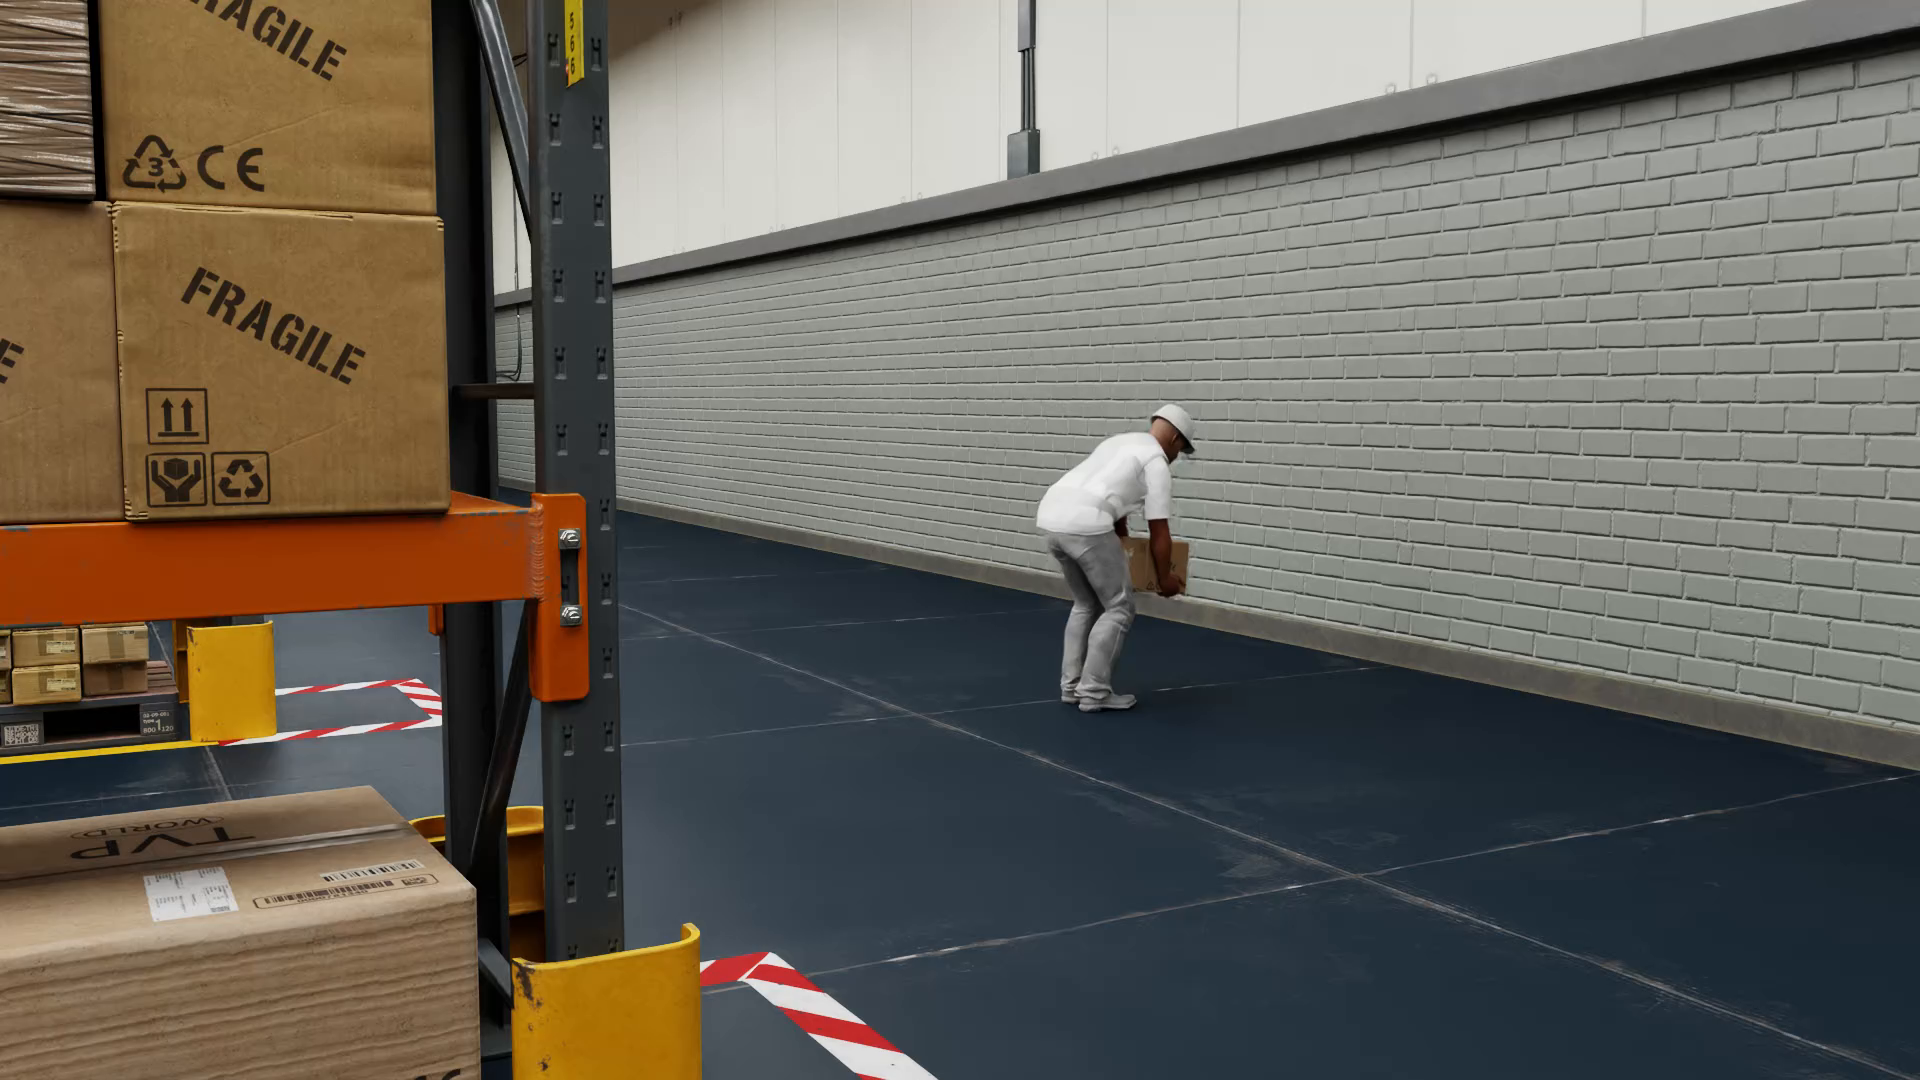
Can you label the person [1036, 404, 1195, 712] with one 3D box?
[{"bbox_3d":[0.783,0.068,8.122,0.857,1.454,0.488,-3,6,-30],"label":"person"}]
